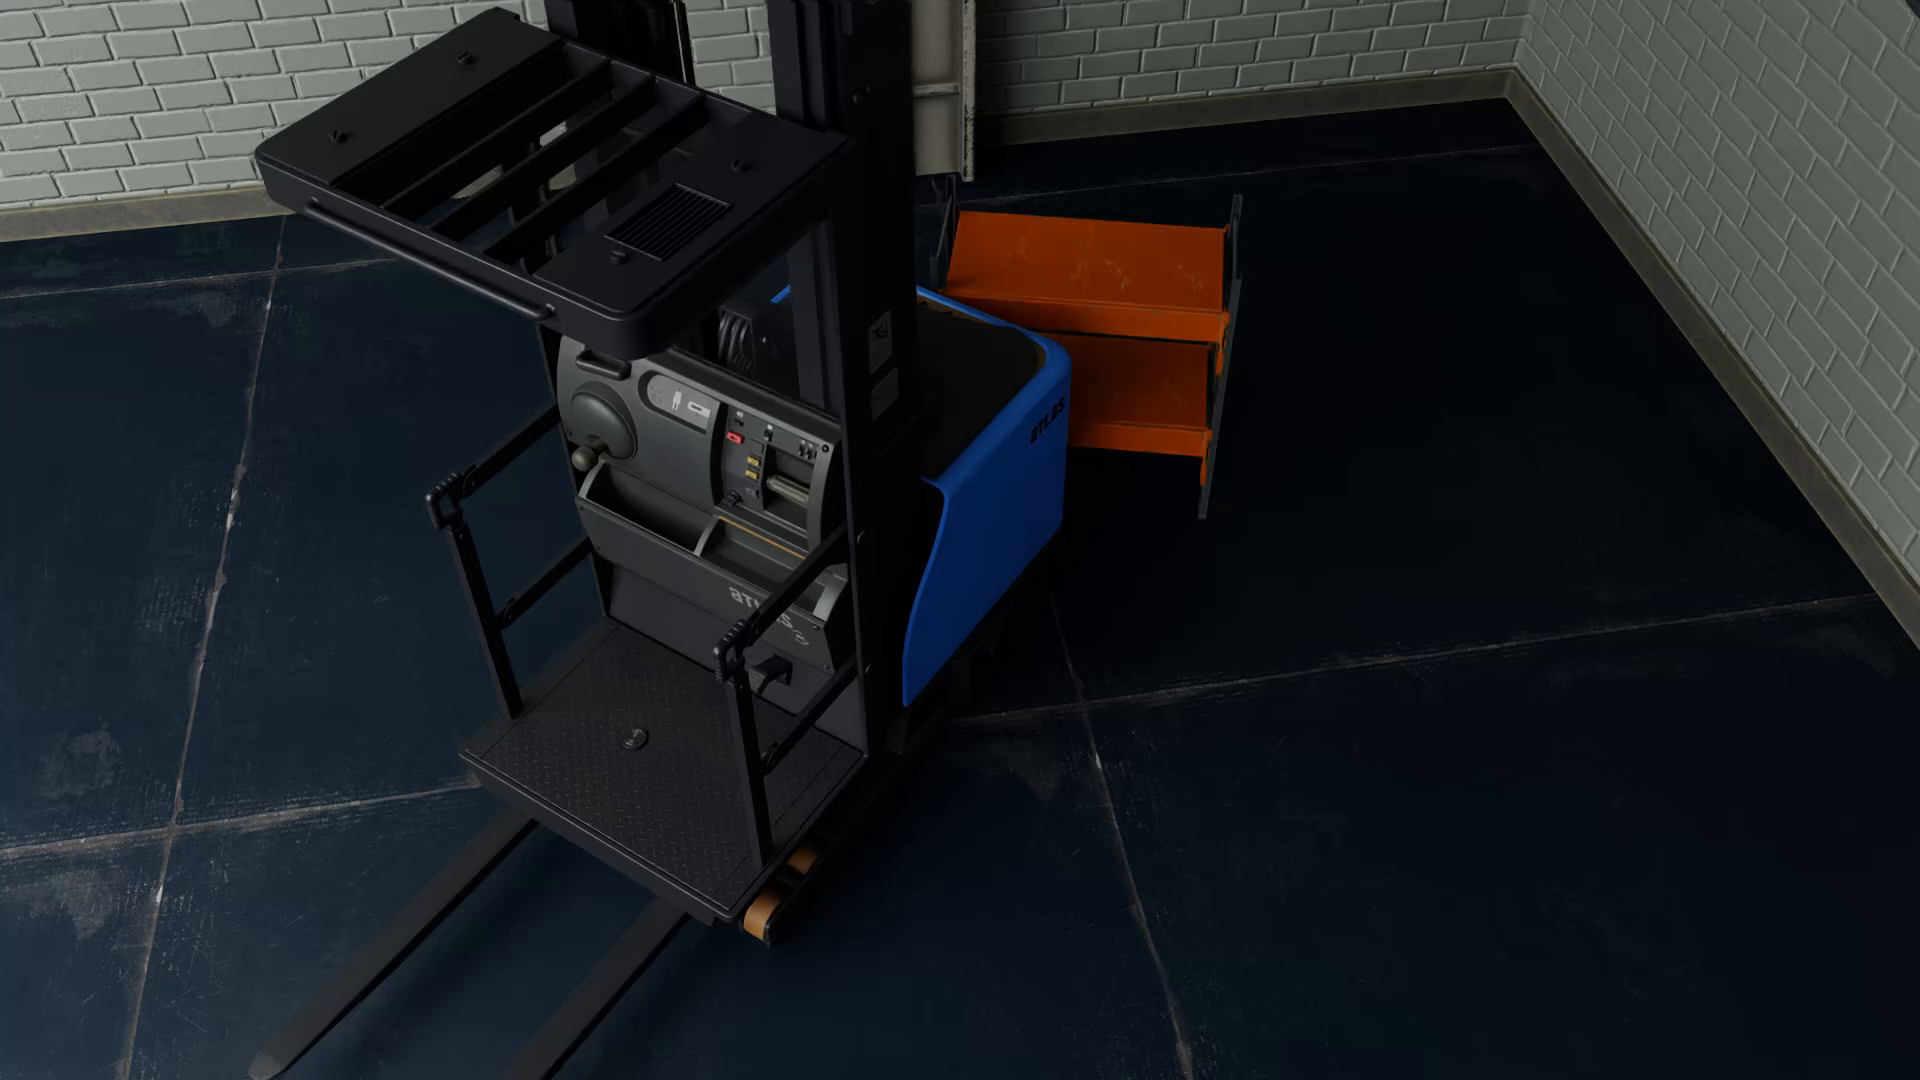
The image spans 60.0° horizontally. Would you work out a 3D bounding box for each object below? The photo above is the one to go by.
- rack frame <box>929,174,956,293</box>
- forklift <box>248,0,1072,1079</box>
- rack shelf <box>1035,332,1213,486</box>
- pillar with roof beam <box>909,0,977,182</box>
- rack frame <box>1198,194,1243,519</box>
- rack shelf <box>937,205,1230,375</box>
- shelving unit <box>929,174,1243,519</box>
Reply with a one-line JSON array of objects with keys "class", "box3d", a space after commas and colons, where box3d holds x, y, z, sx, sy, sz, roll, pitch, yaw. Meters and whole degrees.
[{"class": "rack frame", "box3d": [-0.059, -0.738, 6.180, 0.032, 1.125, 0.500, 5, 46, 5]}, {"class": "forklift", "box3d": [-0.844, -0.192, 4.399, 1.130, 2.935, 3.031, 25, 51, 22]}, {"class": "rack shelf", "box3d": [0.446, -0.525, 6.314, 1.000, 0.278, 0.538, 5, 46, 5]}, {"class": "pillar with roof beam", "box3d": [0.585, -1.859, 1.792, 0.400, 9.000, 9.100, -7, 46, -7]}, {"class": "rack frame", "box3d": [0.951, -0.651, 6.096, 0.032, 1.125, 0.500, 5, 46, 5]}, {"class": "rack shelf", "box3d": [0.446, -0.897, 5.927, 1.000, 0.278, 0.538, 5, 46, 5]}, {"class": "shelving unit", "box3d": [0.446, -0.694, 6.138, 1.048, 1.125, 0.538, 5, 46, 5]}]
